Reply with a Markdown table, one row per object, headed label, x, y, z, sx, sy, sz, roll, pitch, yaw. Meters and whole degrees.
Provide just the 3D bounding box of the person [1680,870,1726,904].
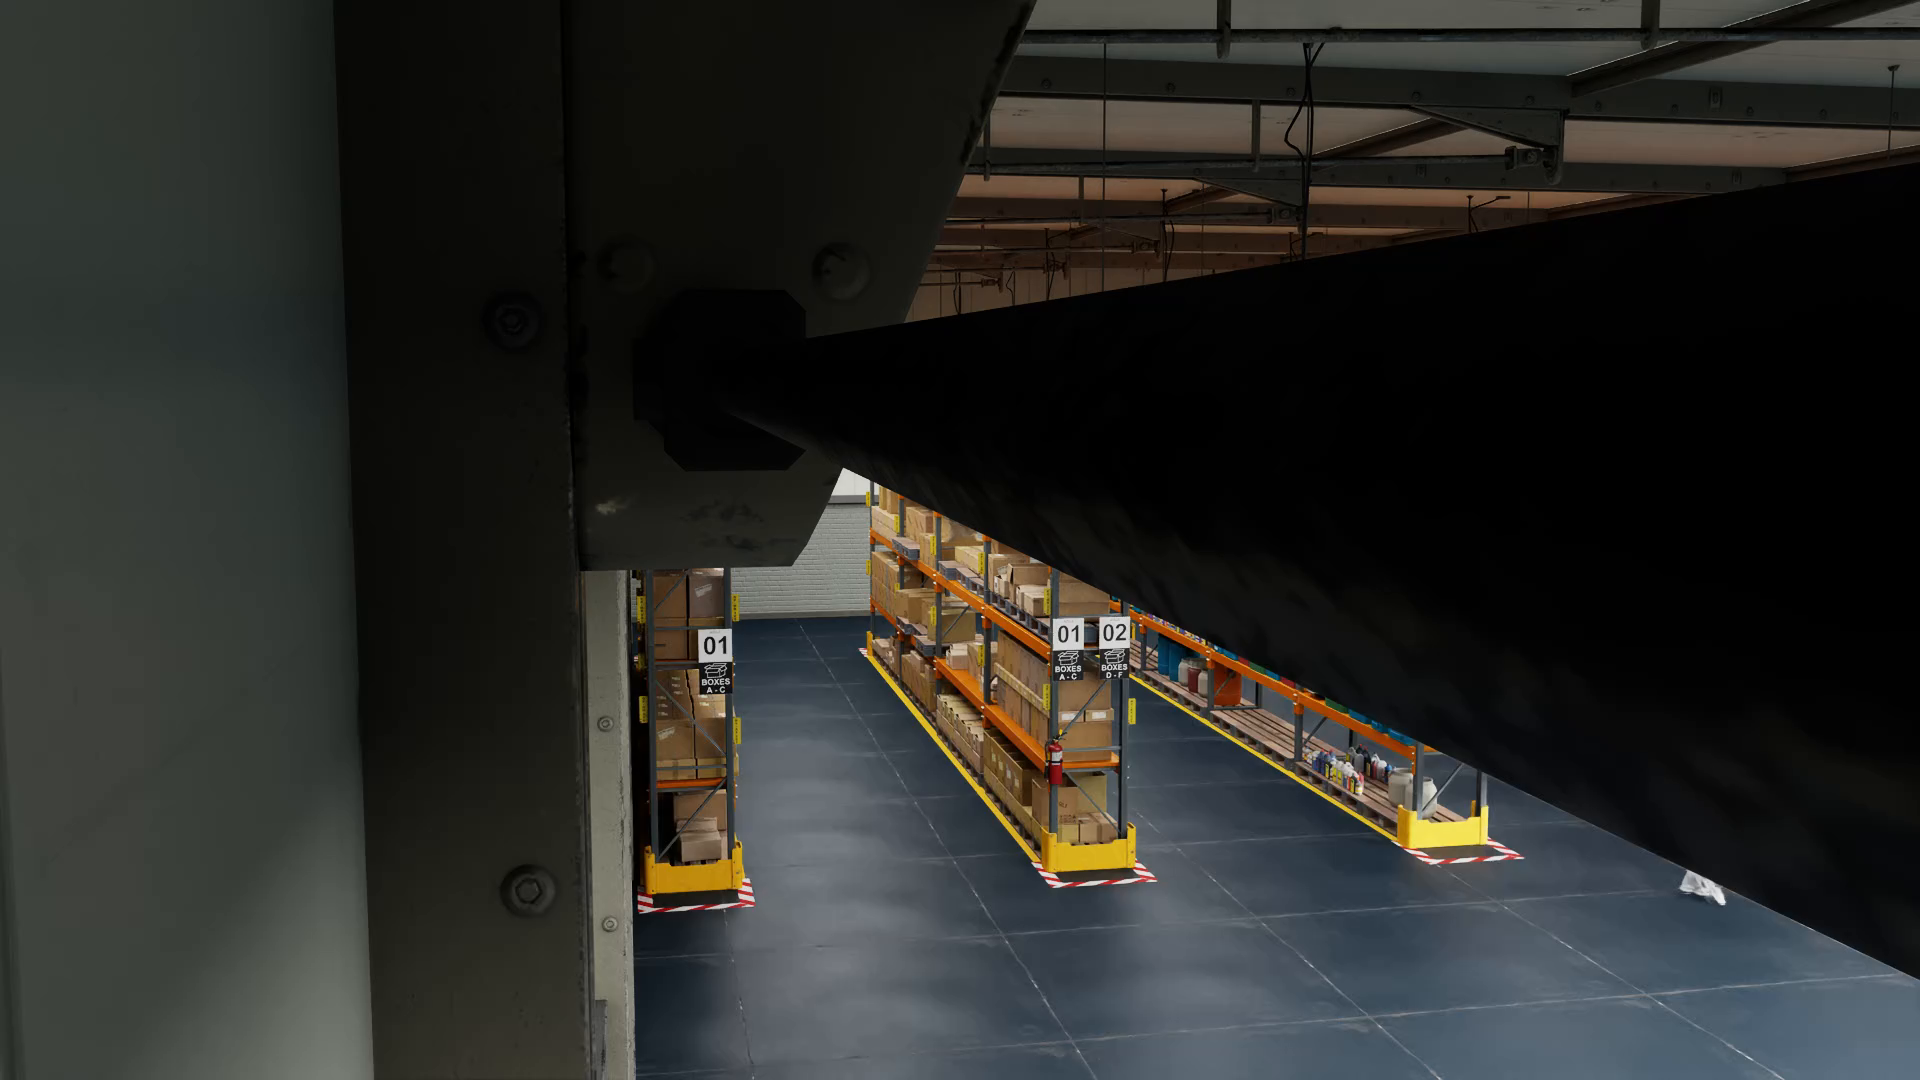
| label | x | y | z | sx | sy | sz | roll | pitch | yaw |
| --- | --- | --- | --- | --- | --- | --- | --- | --- | --- |
| person | 9.003 | 3.408 | 19.741 | 0.783 | 1.818 | 0.670 | 2 | 6 | 22 |
